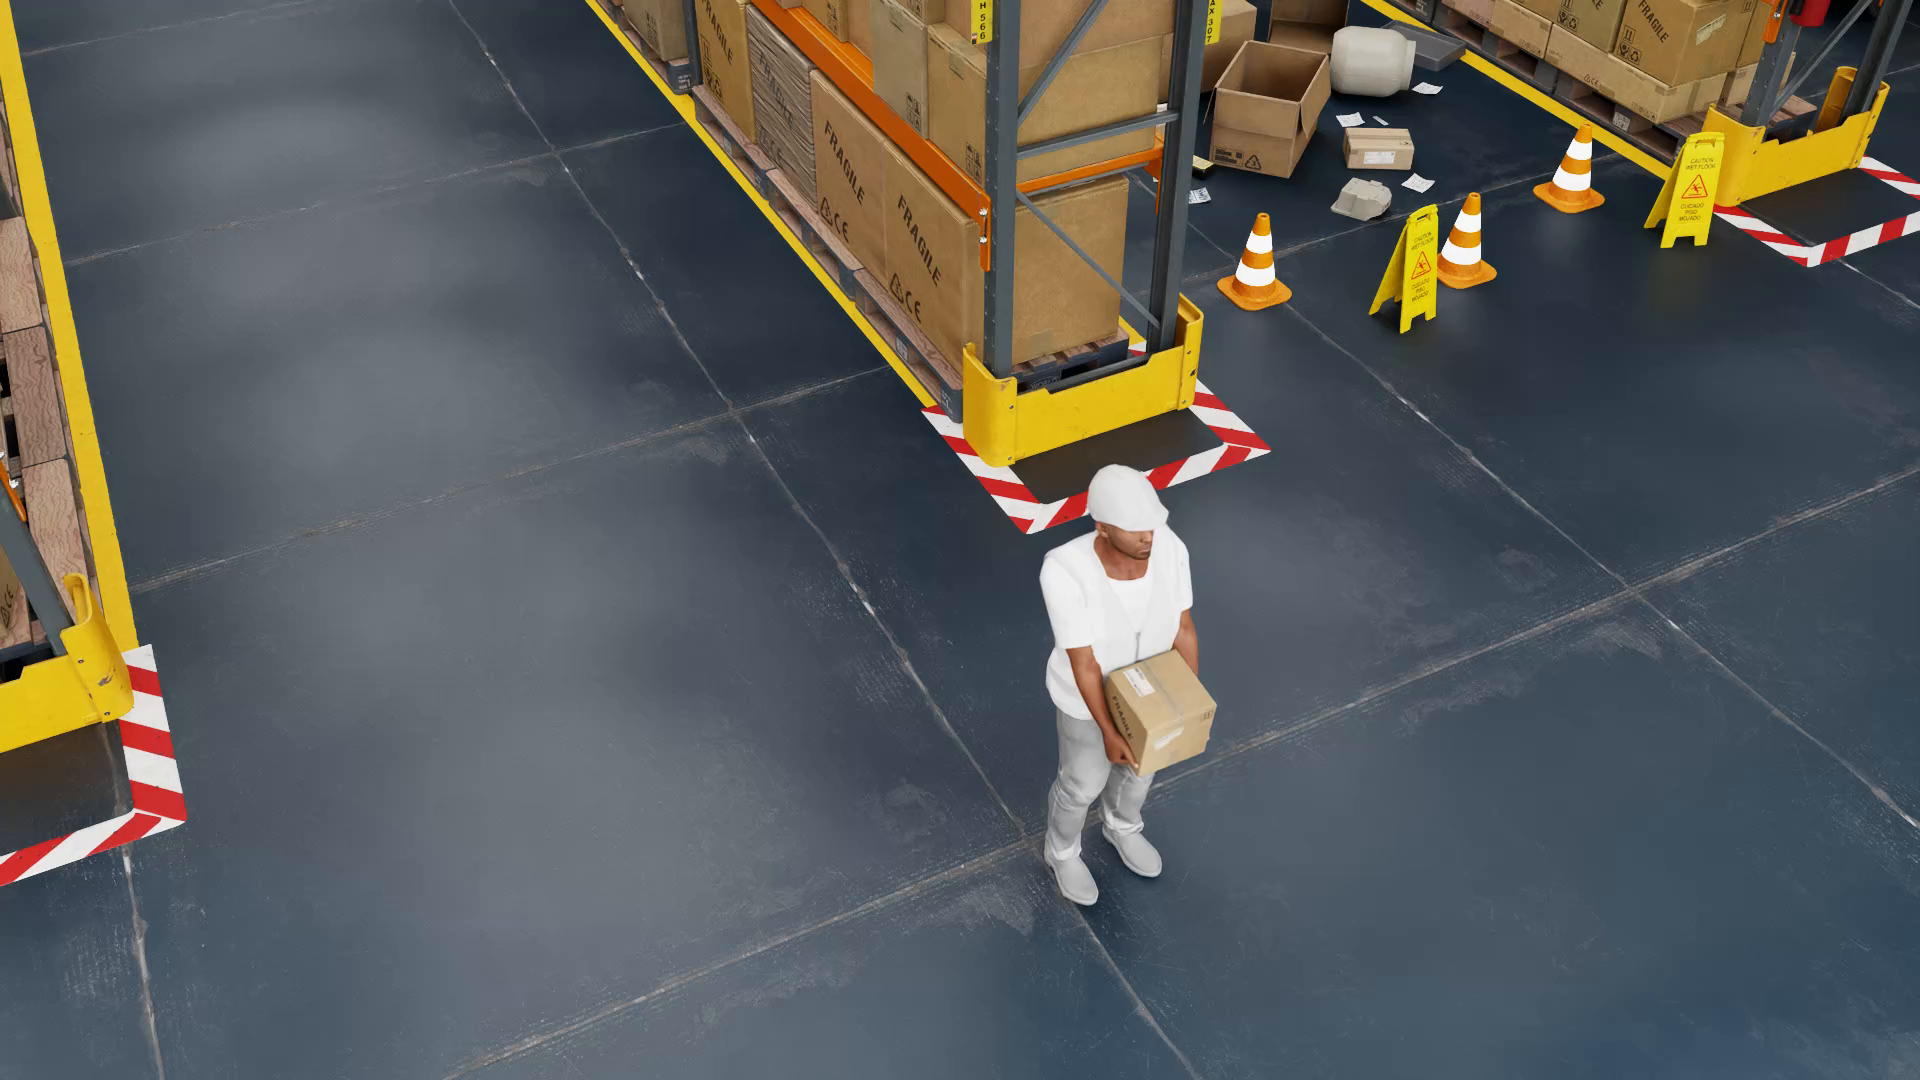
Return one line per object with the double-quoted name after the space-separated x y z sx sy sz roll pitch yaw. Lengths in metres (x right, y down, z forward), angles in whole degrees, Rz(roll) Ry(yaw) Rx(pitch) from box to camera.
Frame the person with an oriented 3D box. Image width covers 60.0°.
0.560 0.553 5.509 0.504 1.759 0.581 -18 44 -20 "person"
